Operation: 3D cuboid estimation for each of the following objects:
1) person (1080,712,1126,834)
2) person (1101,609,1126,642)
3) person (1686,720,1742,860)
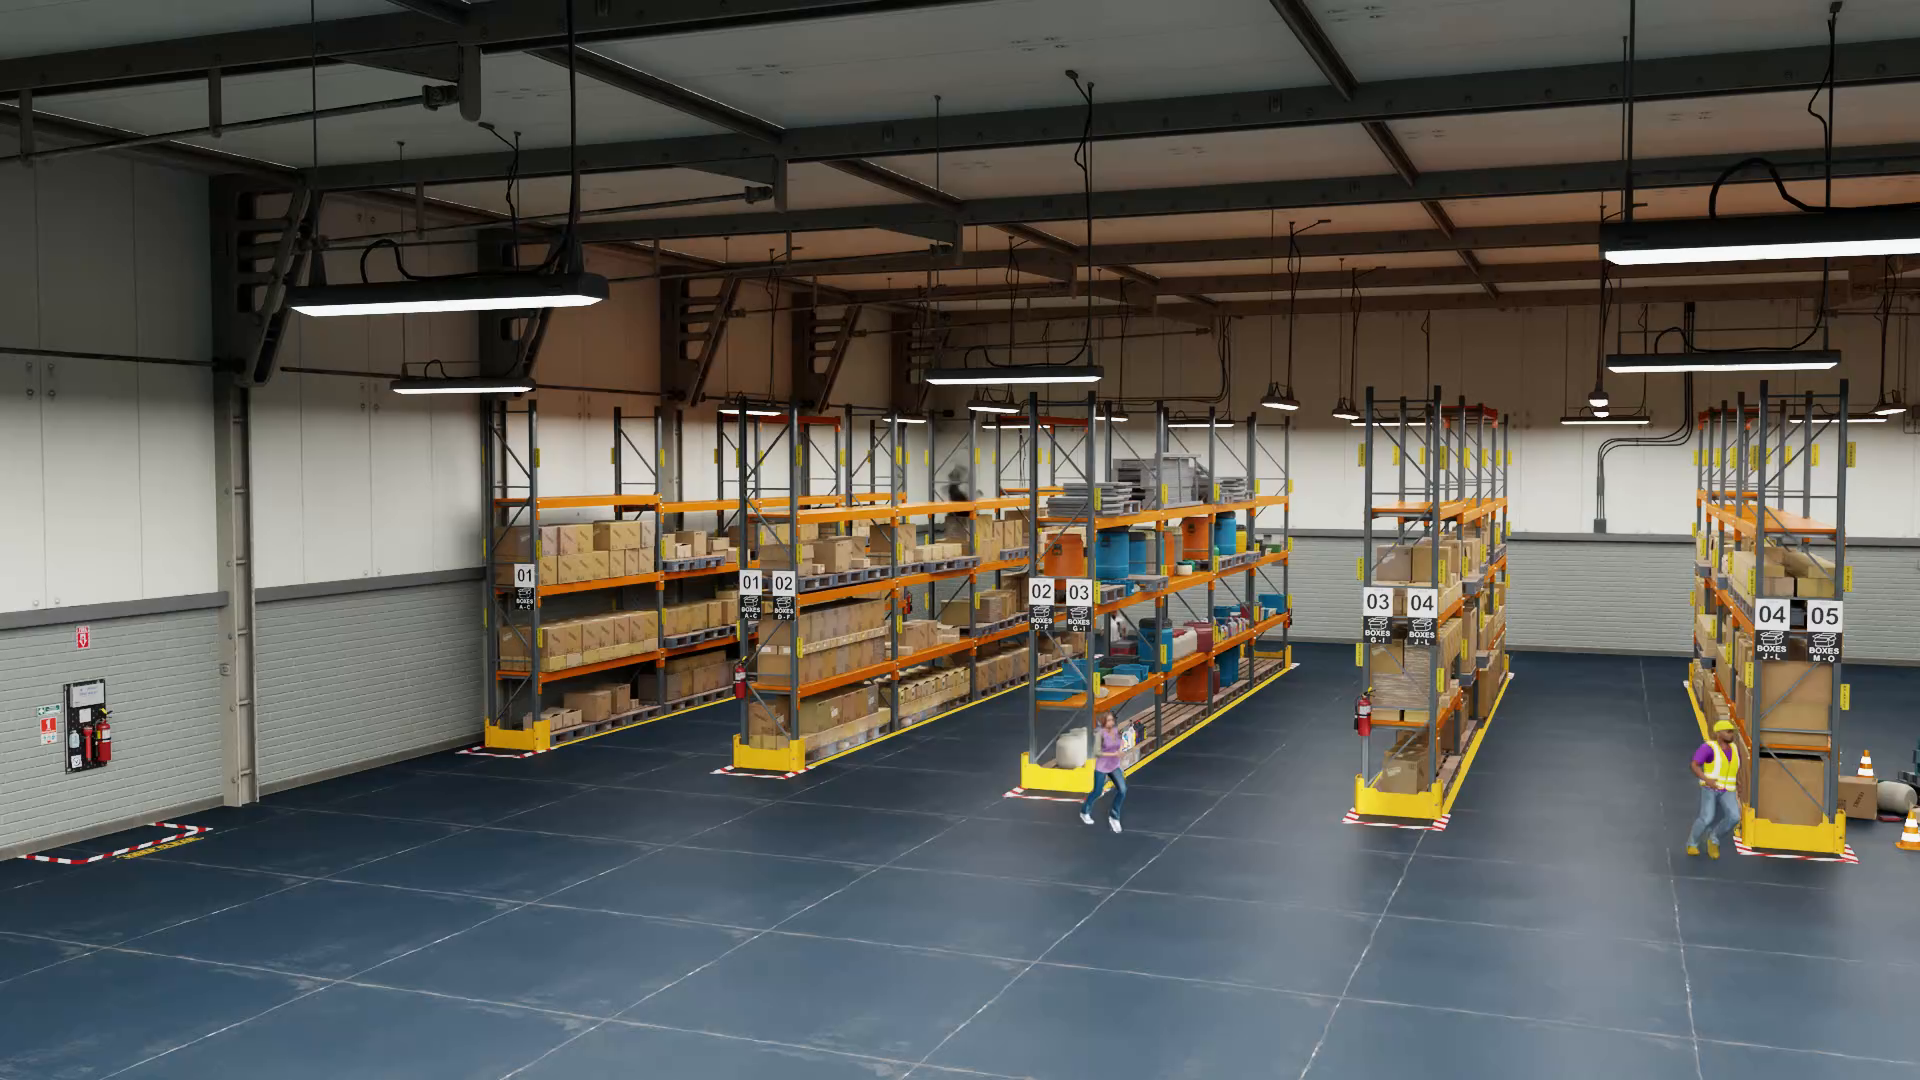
[{"bbox_3d":[1.967,3.108,22.323,0.545,1.604,0.828,-2,3,-32],"label":"person"},{"bbox_3d":[3.480,2.320,37.797,0.546,1.669,0.764,0,3,7],"label":"person"},{"bbox_3d":[9.496,3.117,20.772,0.766,1.732,0.621,0,3,-8],"label":"person"}]
